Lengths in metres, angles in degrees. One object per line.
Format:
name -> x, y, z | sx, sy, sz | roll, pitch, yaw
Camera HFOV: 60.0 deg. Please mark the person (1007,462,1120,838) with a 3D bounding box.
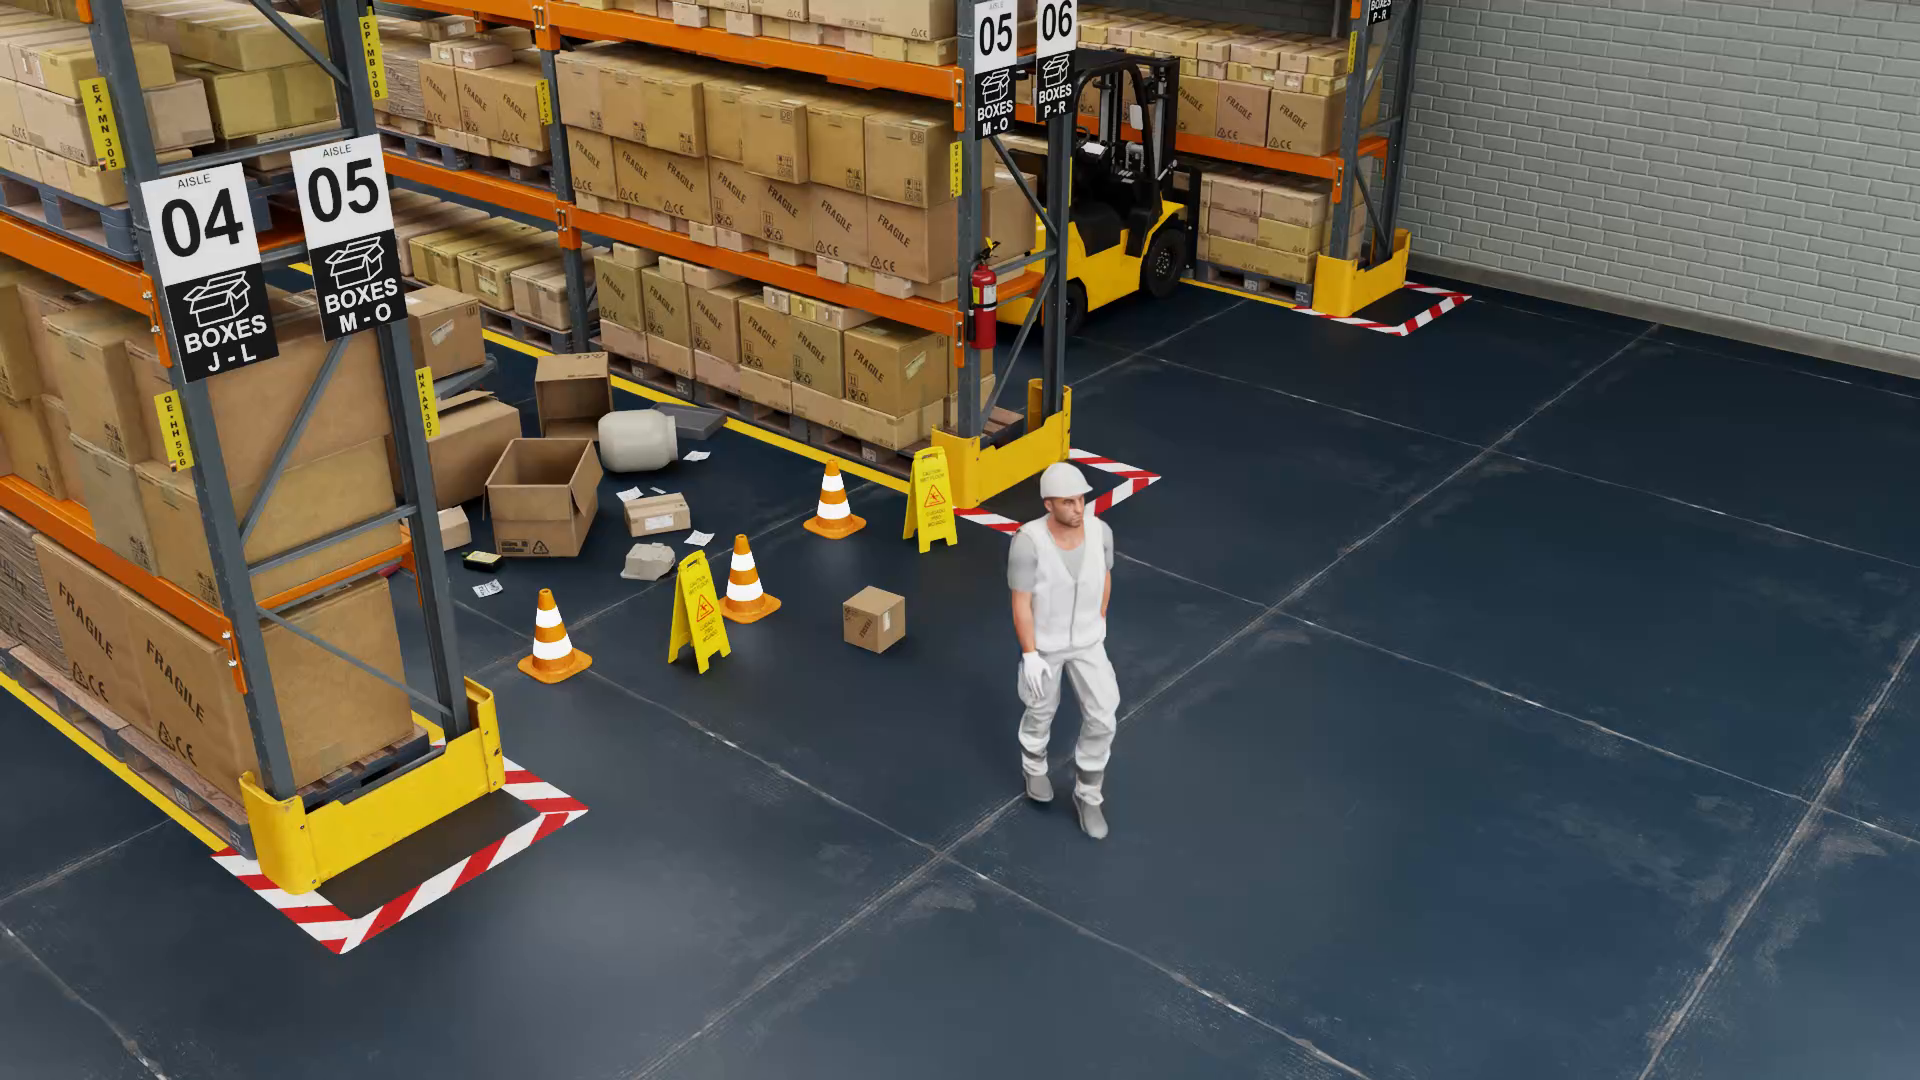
person -> 0.481, 0.512, 7.623 | 0.540, 1.853, 0.584 | -8, 28, -15
